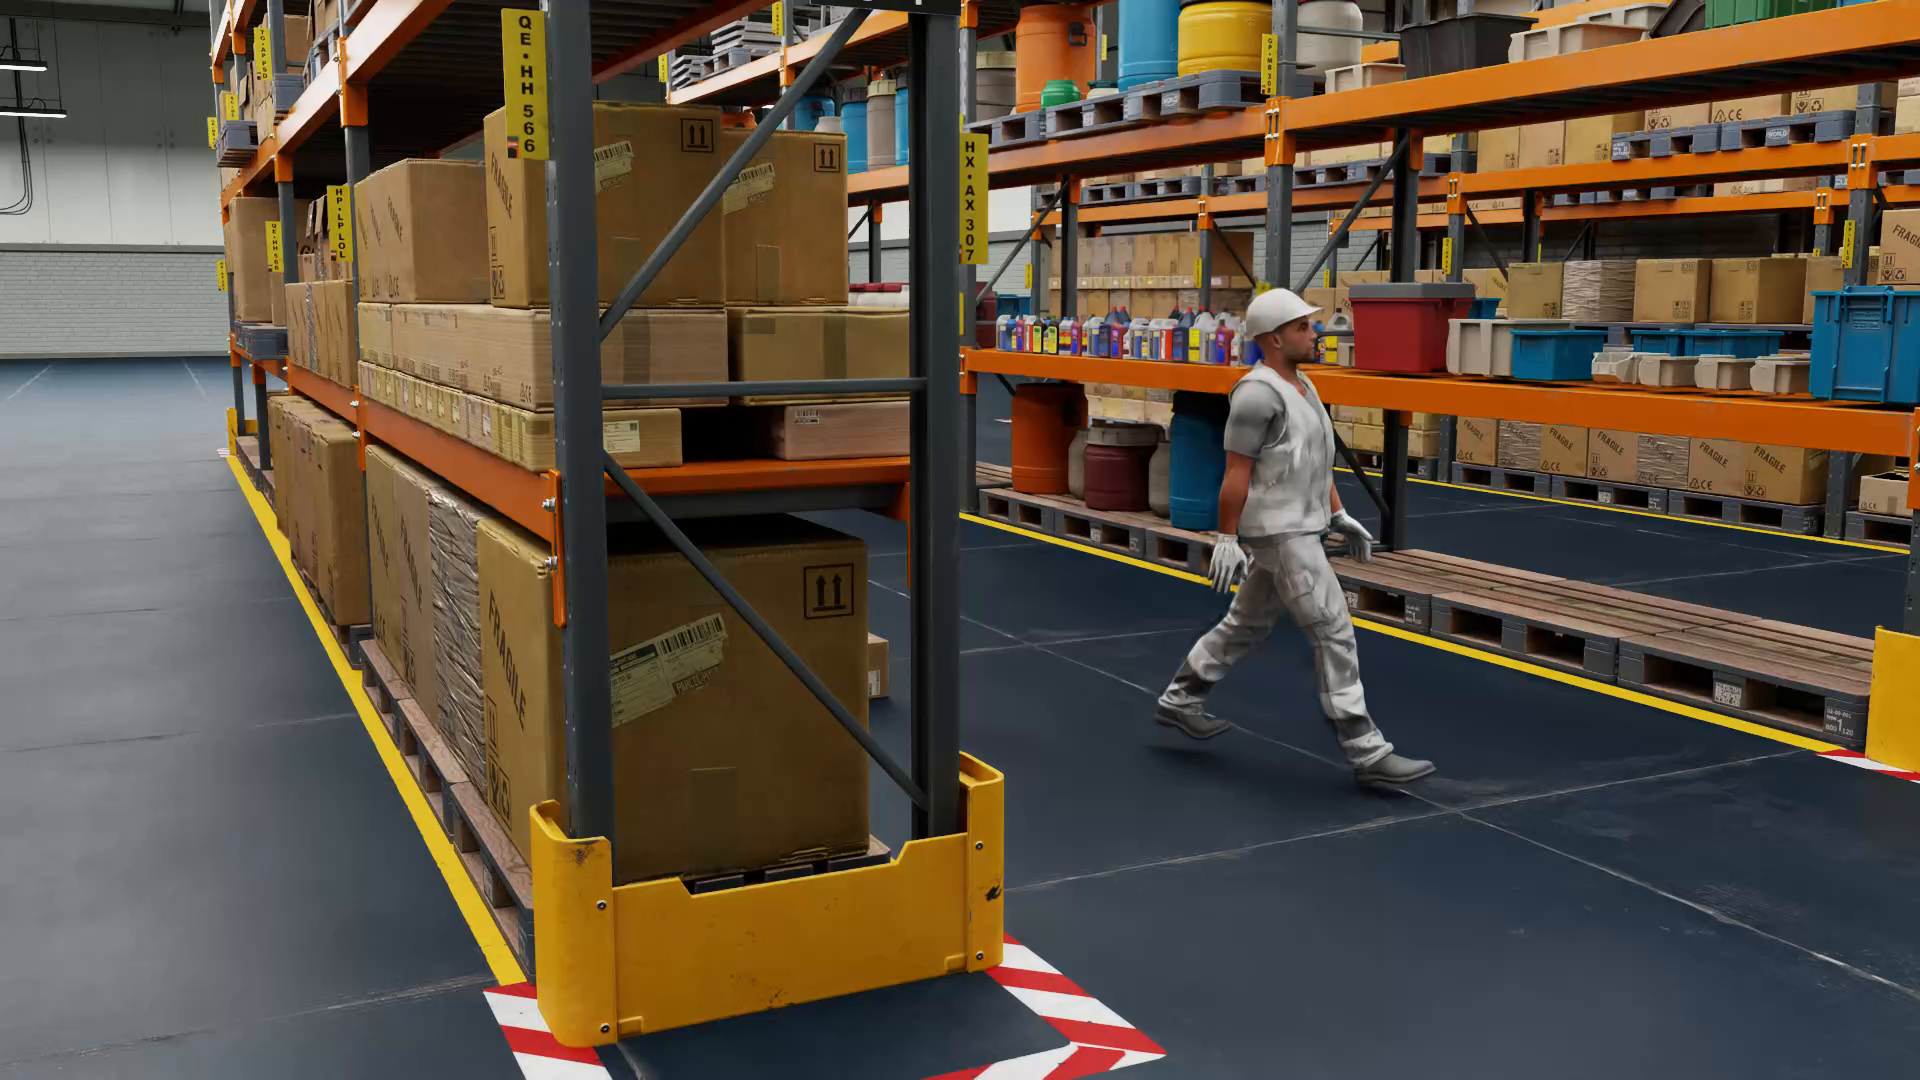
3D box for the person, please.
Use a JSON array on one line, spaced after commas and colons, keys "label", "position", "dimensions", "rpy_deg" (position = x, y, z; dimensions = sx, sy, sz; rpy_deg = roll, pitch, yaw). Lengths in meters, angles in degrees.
[{"label": "person", "position": [1.207, -0.027, 5.982], "dimensions": [1.099, 1.737, 0.584], "rpy_deg": [4, 9, 25]}]
